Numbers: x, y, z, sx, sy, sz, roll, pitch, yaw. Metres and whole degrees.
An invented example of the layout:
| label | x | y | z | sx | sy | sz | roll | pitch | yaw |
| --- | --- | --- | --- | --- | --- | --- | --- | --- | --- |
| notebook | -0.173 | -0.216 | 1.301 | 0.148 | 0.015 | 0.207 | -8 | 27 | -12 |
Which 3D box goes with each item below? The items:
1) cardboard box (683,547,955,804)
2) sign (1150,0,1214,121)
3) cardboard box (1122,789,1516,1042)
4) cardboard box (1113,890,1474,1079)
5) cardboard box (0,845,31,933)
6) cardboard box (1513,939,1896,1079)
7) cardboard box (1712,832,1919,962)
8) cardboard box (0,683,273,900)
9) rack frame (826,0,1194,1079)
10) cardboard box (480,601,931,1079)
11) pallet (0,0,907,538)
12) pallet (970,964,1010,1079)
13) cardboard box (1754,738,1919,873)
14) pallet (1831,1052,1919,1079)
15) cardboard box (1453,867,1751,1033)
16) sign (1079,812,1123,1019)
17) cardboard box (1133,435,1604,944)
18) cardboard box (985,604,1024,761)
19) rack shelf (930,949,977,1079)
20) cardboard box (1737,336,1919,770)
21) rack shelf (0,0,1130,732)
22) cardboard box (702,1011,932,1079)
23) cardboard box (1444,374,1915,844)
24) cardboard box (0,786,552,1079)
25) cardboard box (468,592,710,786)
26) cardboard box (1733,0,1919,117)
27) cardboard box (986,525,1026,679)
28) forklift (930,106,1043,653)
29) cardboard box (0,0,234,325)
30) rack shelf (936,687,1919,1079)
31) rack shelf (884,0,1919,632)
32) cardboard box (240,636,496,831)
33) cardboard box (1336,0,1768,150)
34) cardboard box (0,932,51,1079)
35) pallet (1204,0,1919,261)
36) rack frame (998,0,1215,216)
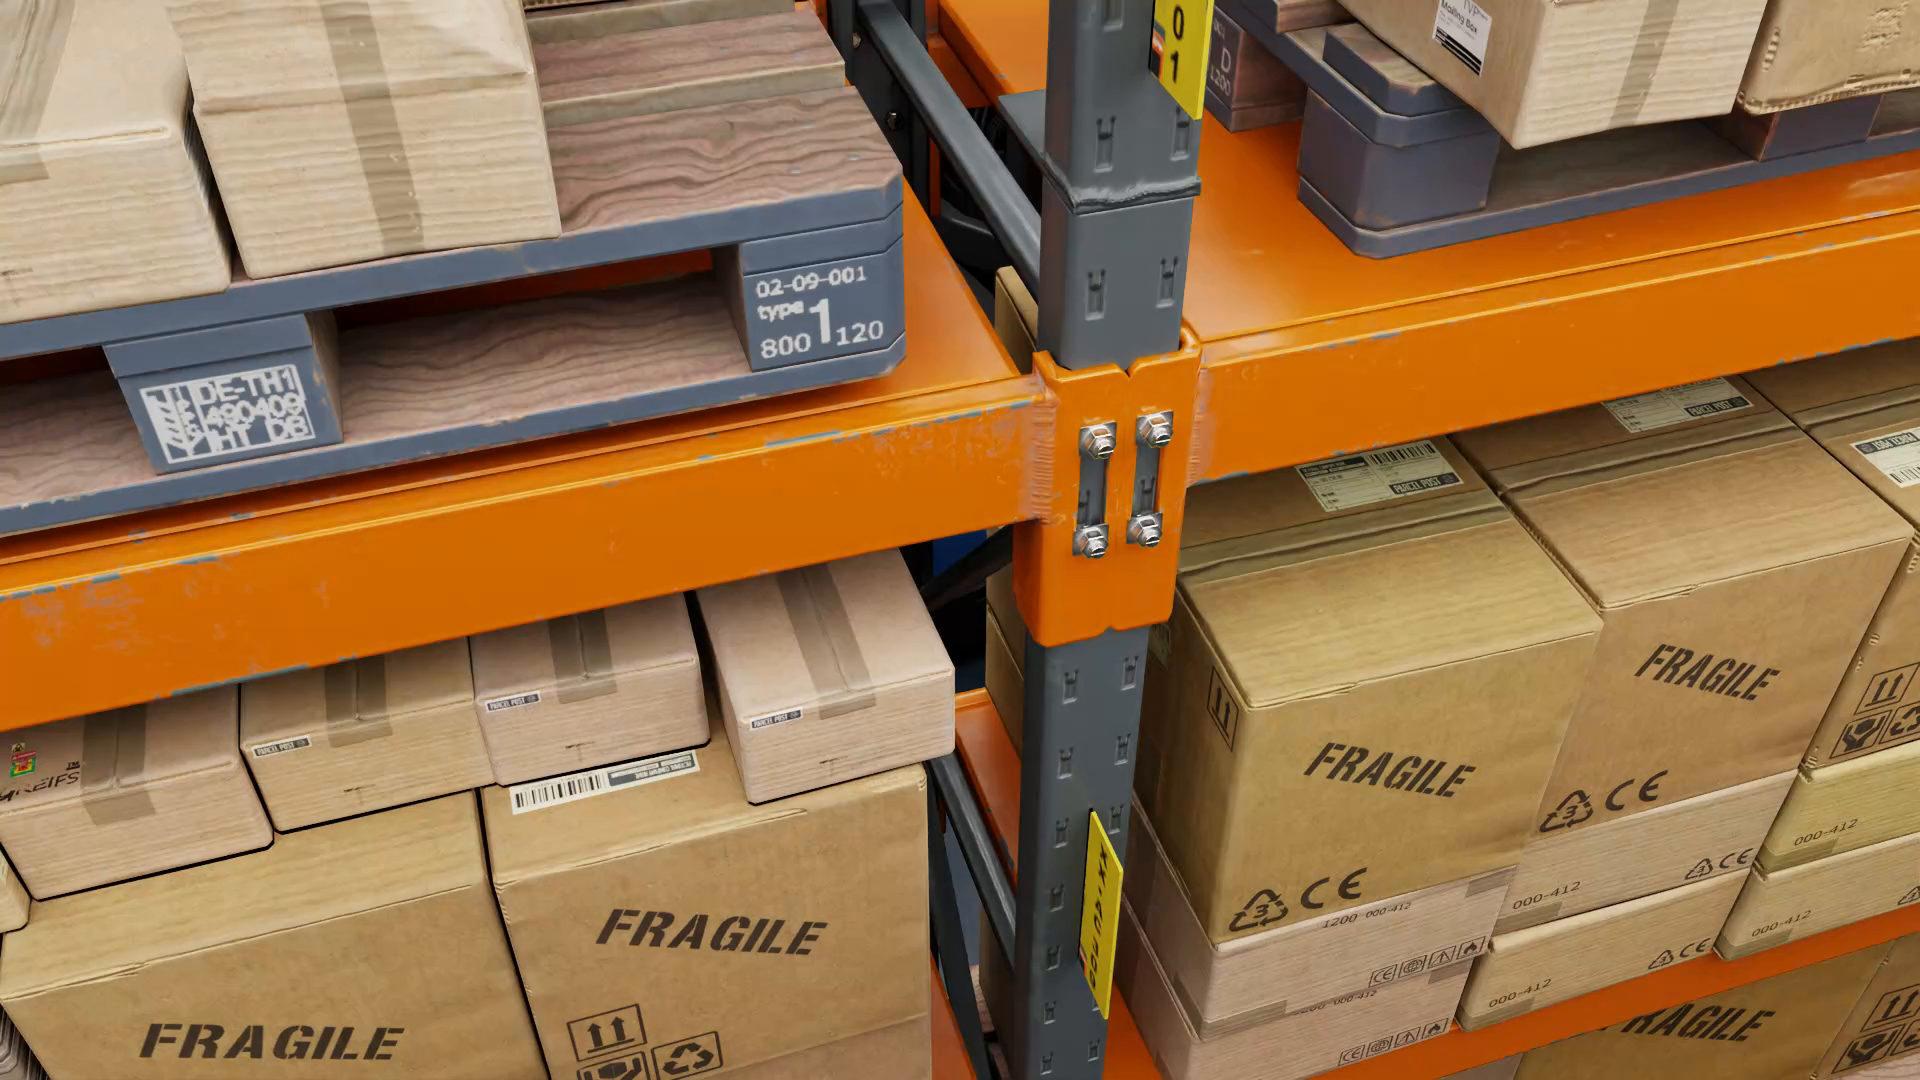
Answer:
| label | x | y | z | sx | sy | sz | roll | pitch | yaw |
| --- | --- | --- | --- | --- | --- | --- | --- | --- | --- |
| cardboard box | -0.183 | 0.107 | 2.019 | 0.250 | 0.149 | 0.380 | -13 | 43 | -14 |
| sign | 0.183 | -0.501 | 1.311 | 0.005 | 0.325 | 0.100 | -12 | 42 | -13 |
| cardboard box | 0.520 | 0.463 | 2.674 | 0.500 | 0.250 | 0.500 | -13 | 43 | -14 |
| cardboard box | 0.514 | 0.640 | 2.851 | 0.500 | 0.250 | 0.500 | -13 | 43 | -14 |
| cardboard box | -1.172 | 0.268 | 1.835 | 0.250 | 0.149 | 0.380 | -12 | 43 | -13 |
| cardboard box | 1.442 | 0.791 | 3.861 | 0.875 | 0.875 | 0.875 | -11 | 42 | -12 |
| cardboard box | 1.501 | 0.446 | 3.074 | 0.500 | 0.250 | 0.500 | -12 | 43 | -13 |
| cardboard box | -0.944 | 0.196 | 1.917 | 0.250 | 0.149 | 0.380 | -12 | 43 | -13 |
| rack frame | 0.015 | 0.505 | 2.892 | 0.127 | 3.000 | 1.000 | -12 | 42 | -13 |
| cardboard box | -0.352 | 0.357 | 2.225 | 0.500 | 0.500 | 0.500 | -12 | 43 | -13 |
| pallet | -0.768 | -0.436 | 1.757 | 1.213 | 0.211 | 1.003 | -12 | 42 | -13 |
| pallet | 0.728 | 1.355 | 4.038 | 1.213 | 0.211 | 1.003 | -12 | 42 | -13 |
| cardboard box | 1.498 | 0.259 | 2.907 | 0.500 | 0.250 | 0.500 | -11 | 42 | -13 |
| pallet | 1.894 | 1.112 | 4.317 | 1.213 | 0.211 | 1.003 | -12 | 42 | -13 |
| cardboard box | 1.007 | 0.537 | 2.970 | 0.500 | 0.250 | 0.500 | -13 | 43 | -14 |
| sign | 0.183 | 0.497 | 2.183 | 0.005 | 0.325 | 0.100 | -12 | 42 | -13 |
| cardboard box | 0.521 | 0.184 | 2.423 | 0.500 | 0.500 | 0.500 | -11 | 42 | -13 |
| cardboard box | 0.367 | 0.315 | 3.224 | 0.500 | 0.250 | 0.500 | -13 | 43 | -14 |
| rack shelf | -1.892 | 1.171 | 2.676 | 4.000 | 0.370 | 1.077 | -12 | 42 | -13 |
| cardboard box | 1.477 | -0.031 | 2.670 | 0.500 | 0.500 | 0.500 | -13 | 43 | -14 |
| rack shelf | -1.892 | 0.042 | 1.690 | 4.000 | 0.370 | 1.077 | -12 | 42 | -13 |
| cardboard box | -0.350 | 0.719 | 2.571 | 0.500 | 0.500 | 0.500 | -11 | 42 | -13 |
| cardboard box | 0.998 | 0.066 | 2.558 | 0.500 | 0.500 | 0.500 | -12 | 43 | -13 |
| cardboard box | -0.838 | 0.452 | 2.116 | 0.500 | 0.500 | 0.500 | -12 | 43 | -14 |
| cardboard box | -0.467 | 0.091 | 2.037 | 0.250 | 0.149 | 0.380 | -11 | 42 | -12 |
| cardboard box | 0.943 | -0.813 | 1.725 | 0.500 | 0.500 | 0.500 | -12 | 43 | -14 |
| cardboard box | 0.363 | 0.133 | 3.051 | 0.500 | 0.250 | 0.500 | -12 | 42 | -13 |
| forklift | 0.542 | -1.367 | 5.087 | 3.031 | 2.935 | 1.130 | -23 | 46 | -24 |
| cardboard box | -0.750 | -0.347 | 1.383 | 0.250 | 0.149 | 0.380 | -11 | 42 | -12 |
| rack shelf | 1.923 | 0.381 | 3.581 | 4.000 | 0.370 | 1.077 | -12 | 42 | -13 |
| rack shelf | 1.923 | -0.749 | 2.594 | 4.000 | 0.370 | 1.077 | -12 | 42 | -13 |
| cardboard box | -0.708 | 0.134 | 1.988 | 0.250 | 0.149 | 0.380 | -12 | 42 | -13 |
| cardboard box | 0.598 | -0.611 | 1.673 | 0.258 | 0.266 | 0.396 | -12 | 43 | -13 |
| cardboard box | -1.321 | 0.559 | 1.994 | 0.500 | 0.500 | 0.500 | -11 | 42 | -12 |
| pallet | 0.875 | -0.765 | 2.211 | 1.217 | 0.209 | 0.805 | -13 | 43 | -15 |
| rack frame | 0.015 | -1.754 | 0.918 | 0.127 | 3.000 | 1.000 | -12 | 42 | -13 |
